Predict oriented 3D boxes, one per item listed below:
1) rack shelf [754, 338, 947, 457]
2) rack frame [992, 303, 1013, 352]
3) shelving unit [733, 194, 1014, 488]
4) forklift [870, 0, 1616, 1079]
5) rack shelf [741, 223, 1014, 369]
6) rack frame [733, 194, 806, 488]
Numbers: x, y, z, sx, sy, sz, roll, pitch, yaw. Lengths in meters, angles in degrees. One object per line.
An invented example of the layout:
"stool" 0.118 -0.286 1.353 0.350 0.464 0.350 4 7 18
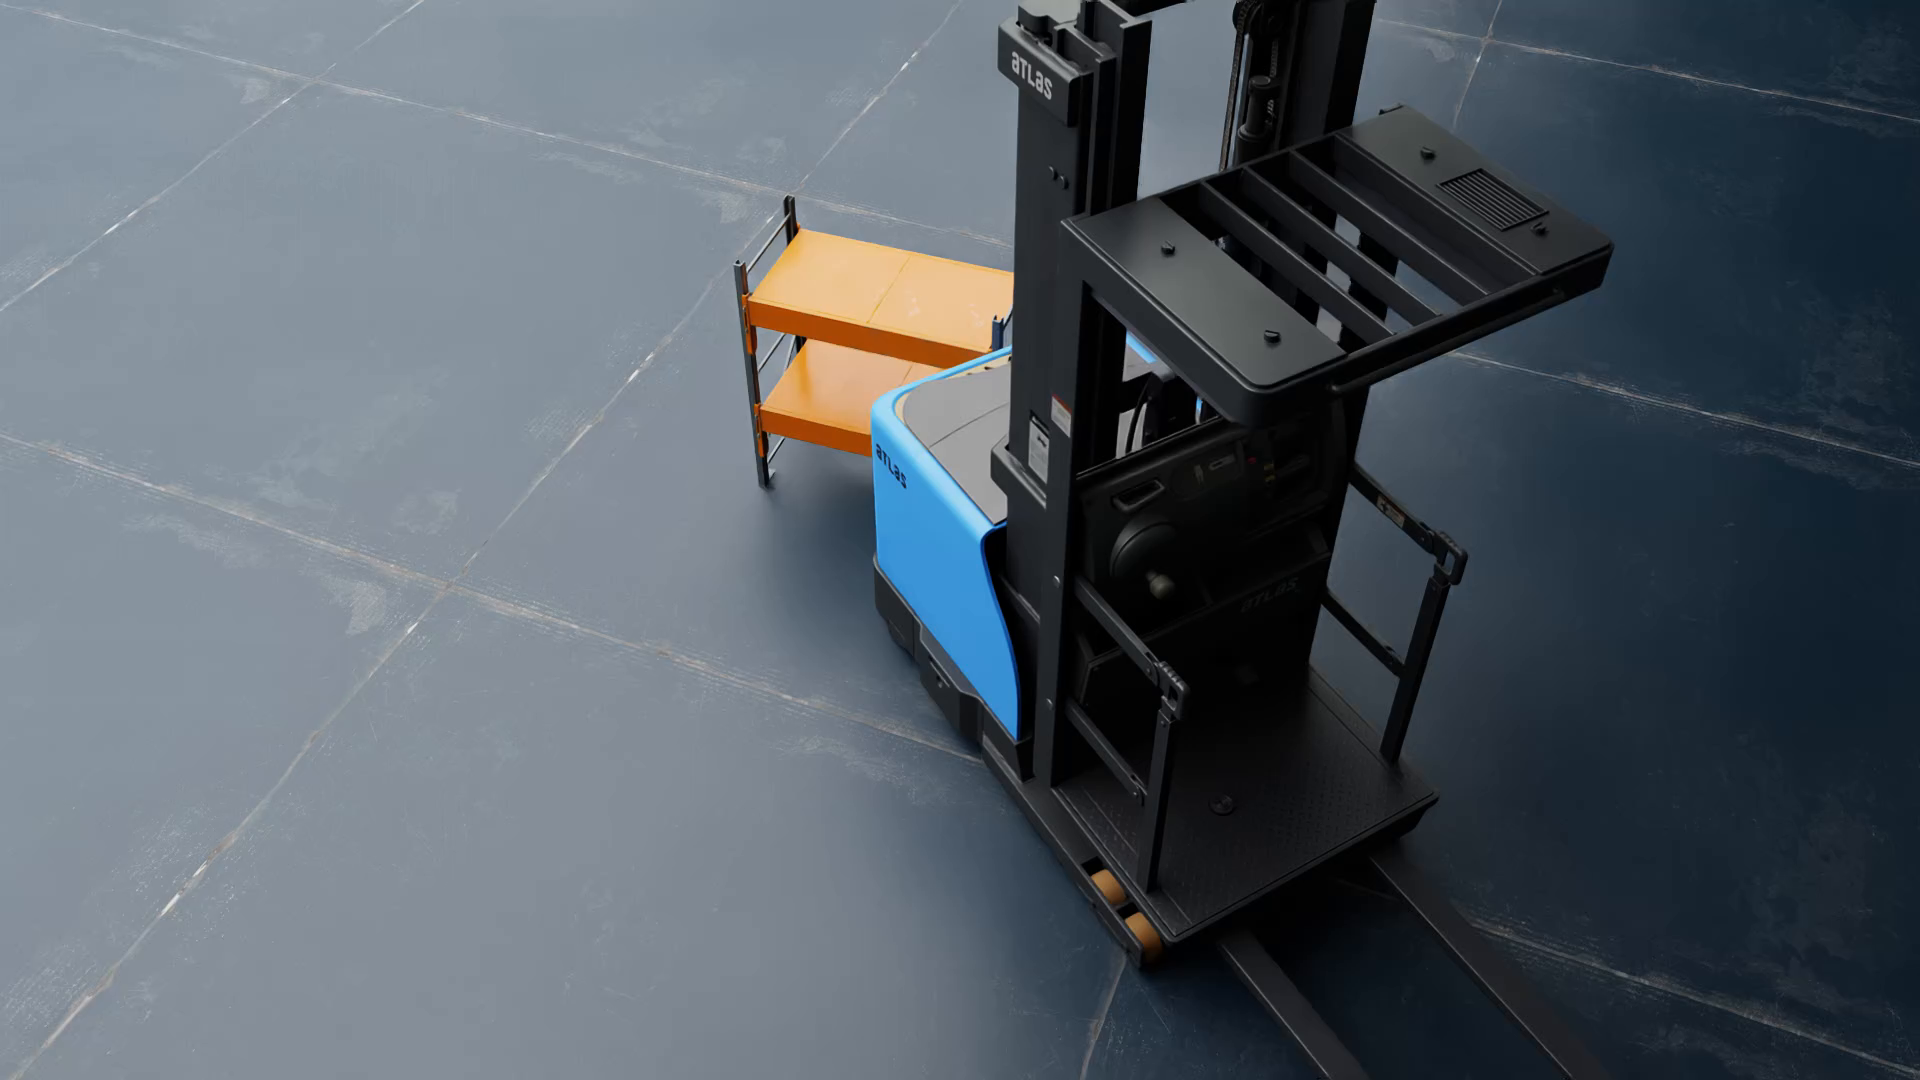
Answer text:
"rack shelf" -0.267 -0.495 6.796 1.000 0.278 0.538 14 47 14
"rack frame" 0.212 -0.548 6.503 0.032 1.125 0.500 14 47 14
"shelving unit" -0.267 -0.668 6.624 1.048 1.125 0.538 14 47 14
"forklift" 0.862 -0.049 4.721 1.130 2.935 3.031 -23 49 -21
"rack shelf" -0.267 -0.875 6.417 1.000 0.278 0.538 14 47 14
"rack frame" -0.746 -0.788 6.745 0.032 1.125 0.500 14 47 14
